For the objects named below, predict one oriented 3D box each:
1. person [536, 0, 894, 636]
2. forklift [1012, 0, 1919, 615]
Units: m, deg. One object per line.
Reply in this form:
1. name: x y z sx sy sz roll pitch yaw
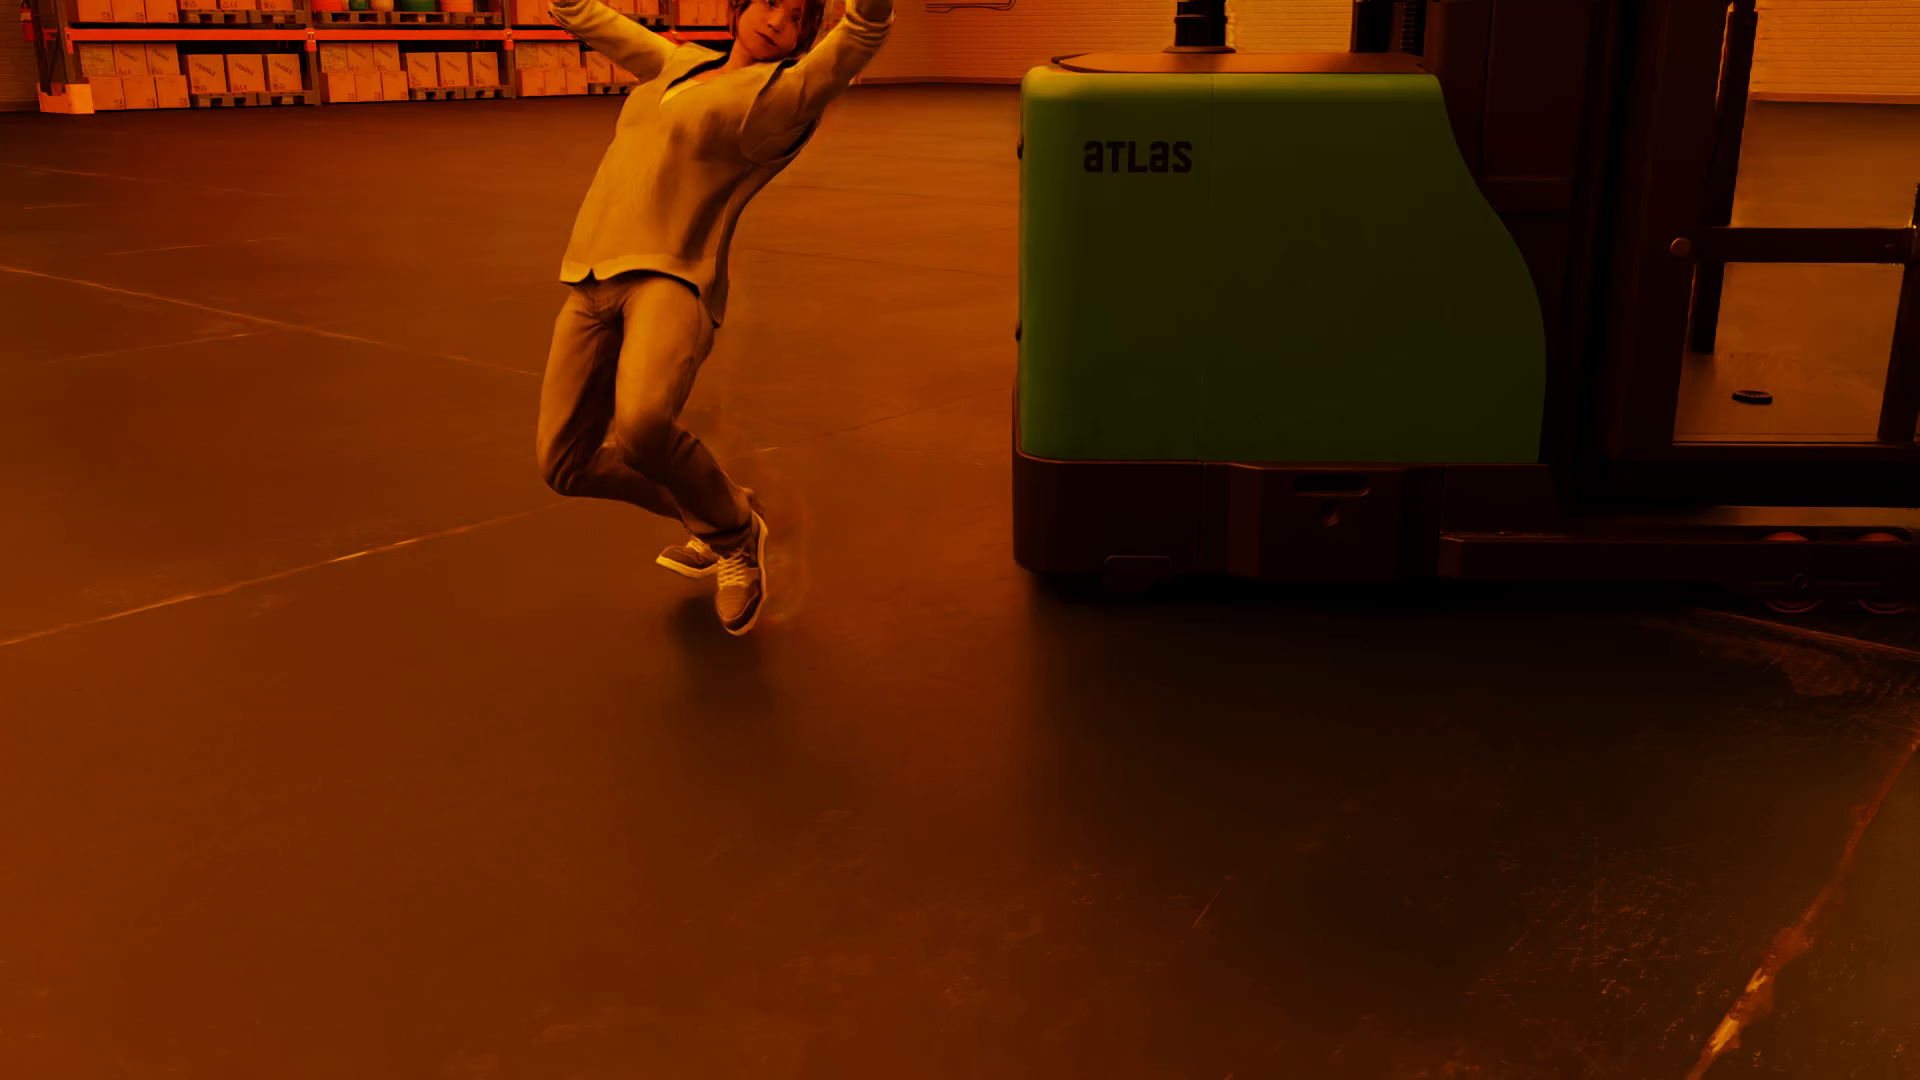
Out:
1. person: -0.458 -0.560 3.199 0.887 1.504 0.696 14 22 39
2. forklift: 1.642 -1.406 3.526 3.031 2.935 1.130 0 17 1
